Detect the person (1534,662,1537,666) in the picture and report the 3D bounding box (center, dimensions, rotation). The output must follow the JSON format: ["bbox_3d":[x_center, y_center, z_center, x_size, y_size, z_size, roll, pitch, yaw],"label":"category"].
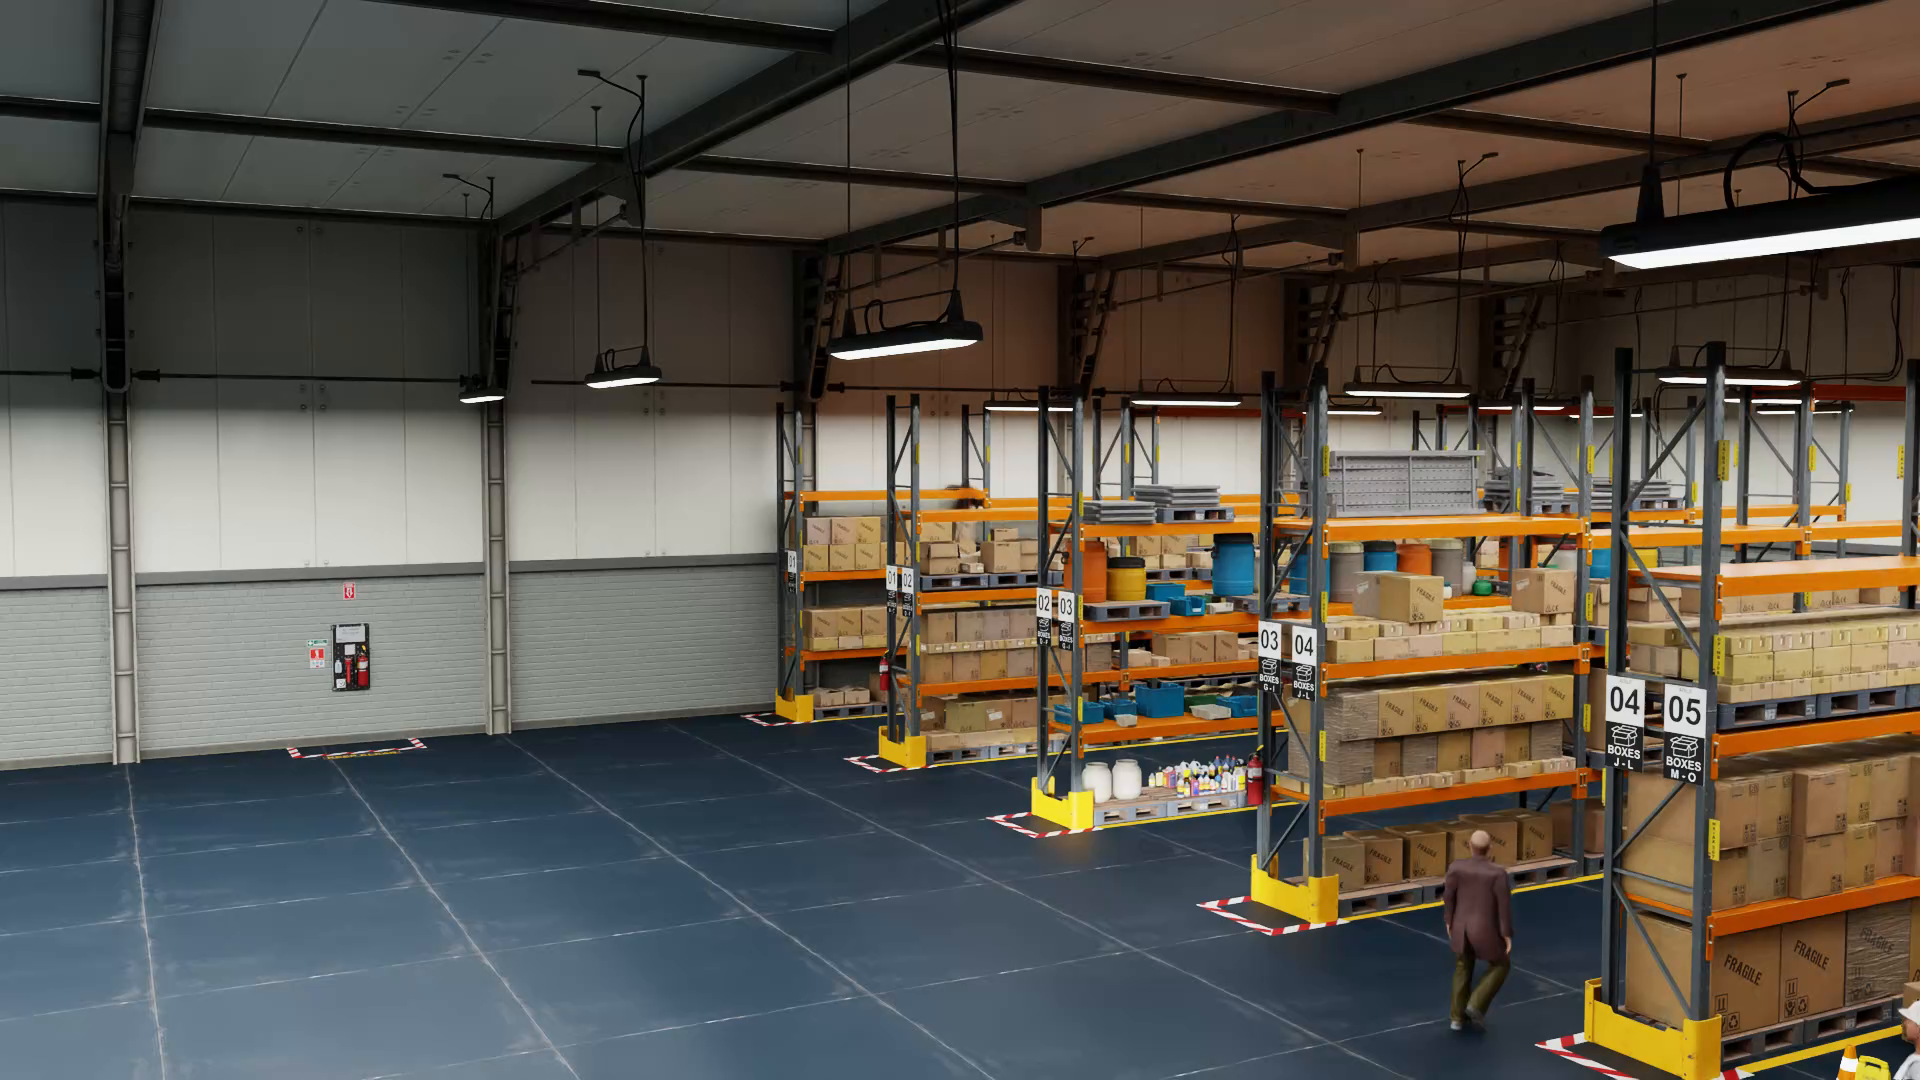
[{"bbox_3d":[12.675,2.274,36.255,0.455,1.632,0.980,3,4,38],"label":"person"}]

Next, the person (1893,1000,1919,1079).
[{"bbox_3d":[5.889,3.678,10.094,0.493,1.778,0.611,1,3,19],"label":"person"}]

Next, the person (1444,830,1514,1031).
[{"bbox_3d":[4.586,3.453,14.657,0.512,1.813,0.651,-2,4,-37],"label":"person"}]
